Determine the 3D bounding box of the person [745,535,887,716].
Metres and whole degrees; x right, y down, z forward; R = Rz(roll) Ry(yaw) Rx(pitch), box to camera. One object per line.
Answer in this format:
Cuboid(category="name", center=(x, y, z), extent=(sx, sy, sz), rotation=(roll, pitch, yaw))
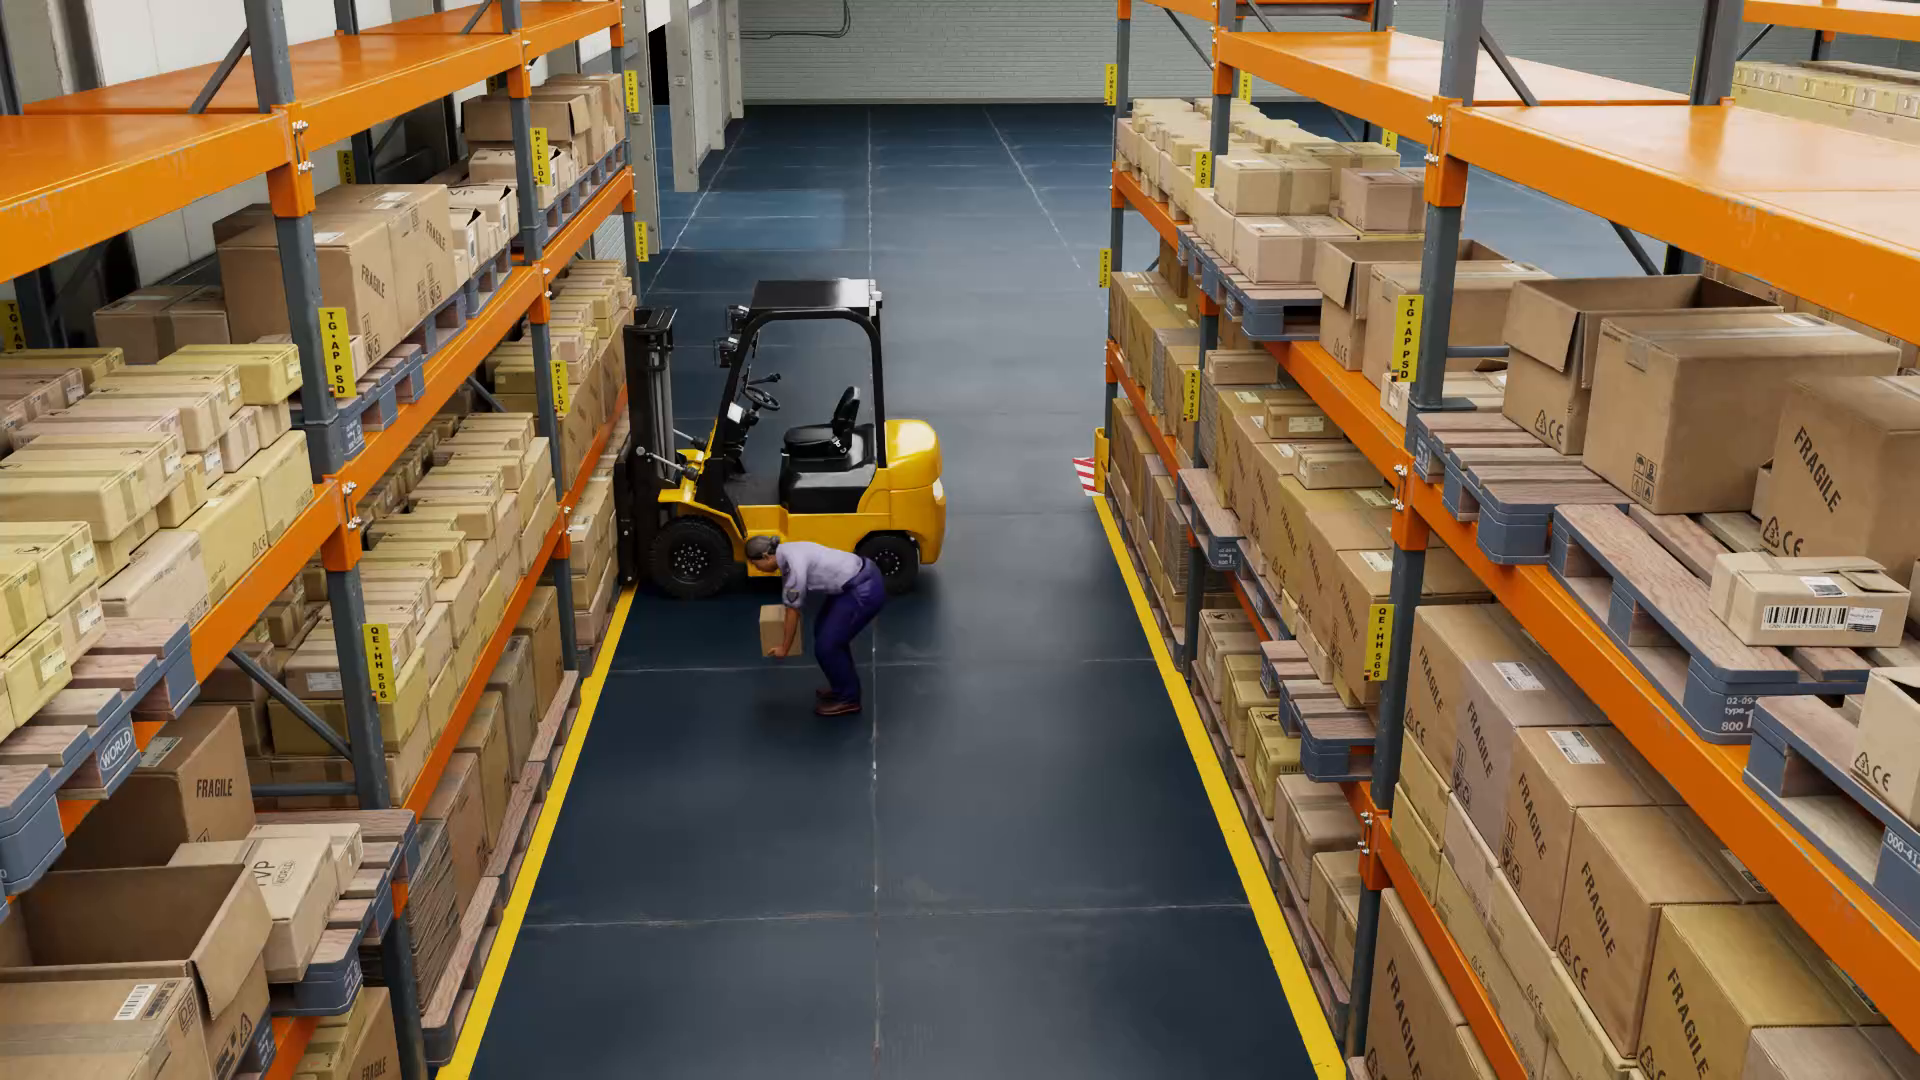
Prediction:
Cuboid(category="person", center=(-0.893, 0.505, 10.436), extent=(0.865, 1.172, 0.469), rotation=(-2, 21, -5))
